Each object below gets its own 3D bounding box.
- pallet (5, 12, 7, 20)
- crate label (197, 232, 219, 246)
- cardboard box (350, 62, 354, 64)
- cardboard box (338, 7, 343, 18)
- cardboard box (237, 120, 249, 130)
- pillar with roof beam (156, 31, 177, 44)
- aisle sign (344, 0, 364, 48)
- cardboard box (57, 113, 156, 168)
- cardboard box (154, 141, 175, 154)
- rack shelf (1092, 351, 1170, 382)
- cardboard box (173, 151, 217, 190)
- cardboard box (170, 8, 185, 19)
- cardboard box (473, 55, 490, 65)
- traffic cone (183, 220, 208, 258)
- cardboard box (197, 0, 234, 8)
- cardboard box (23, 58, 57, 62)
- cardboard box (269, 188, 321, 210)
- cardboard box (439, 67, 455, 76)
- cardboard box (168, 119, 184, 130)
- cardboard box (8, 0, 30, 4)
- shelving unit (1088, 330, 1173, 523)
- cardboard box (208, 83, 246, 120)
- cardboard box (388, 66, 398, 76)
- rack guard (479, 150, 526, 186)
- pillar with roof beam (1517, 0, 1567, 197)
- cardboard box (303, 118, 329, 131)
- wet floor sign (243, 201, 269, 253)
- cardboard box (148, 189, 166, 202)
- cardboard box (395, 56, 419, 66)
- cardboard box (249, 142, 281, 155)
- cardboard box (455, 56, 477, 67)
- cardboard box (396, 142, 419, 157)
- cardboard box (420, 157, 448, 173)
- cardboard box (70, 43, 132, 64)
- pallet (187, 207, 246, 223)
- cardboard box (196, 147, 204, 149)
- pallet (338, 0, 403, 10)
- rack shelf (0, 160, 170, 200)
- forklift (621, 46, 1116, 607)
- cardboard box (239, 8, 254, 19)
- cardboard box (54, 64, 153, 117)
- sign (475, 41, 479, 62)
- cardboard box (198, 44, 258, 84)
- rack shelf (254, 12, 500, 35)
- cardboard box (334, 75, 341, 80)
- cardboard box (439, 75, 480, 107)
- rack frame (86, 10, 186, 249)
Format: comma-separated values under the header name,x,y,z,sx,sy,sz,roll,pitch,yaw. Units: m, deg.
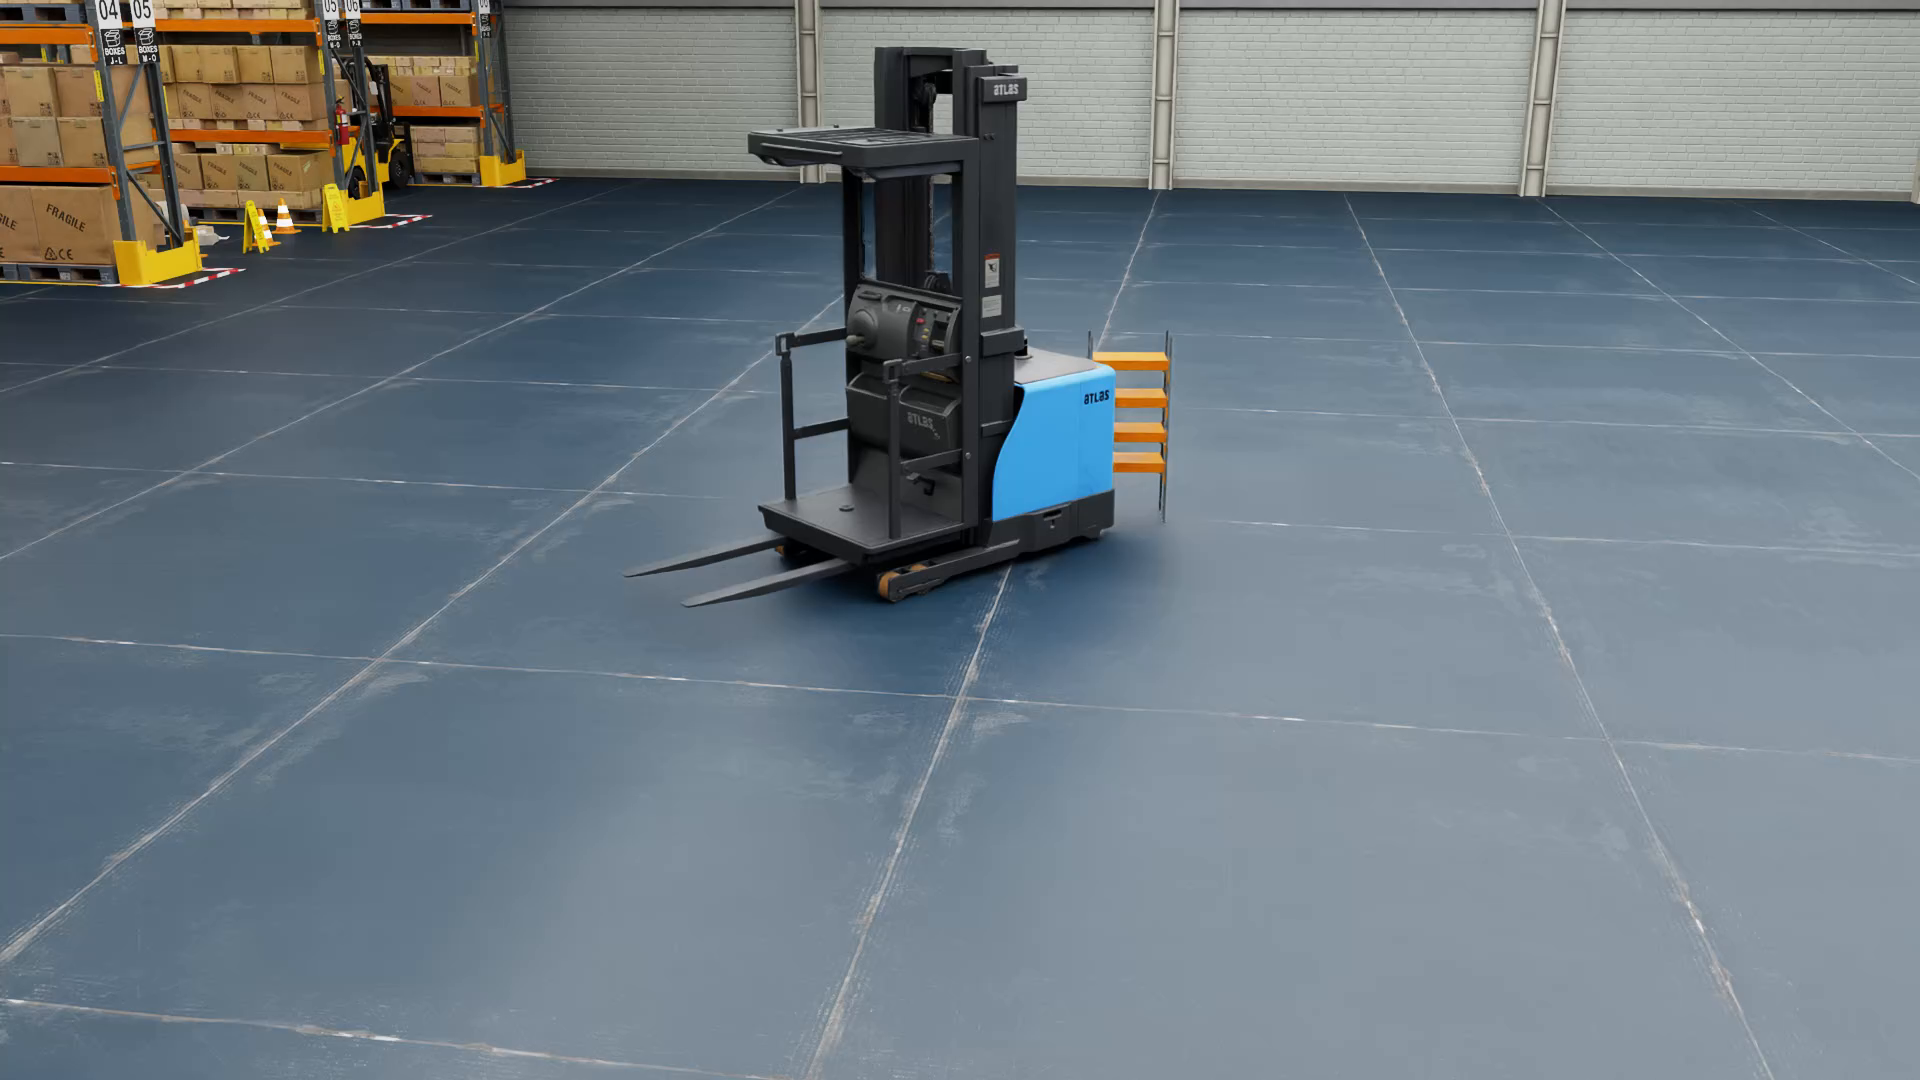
name,x,y,z,sx,sy,sz,roll,pitch,yaw
pallet,-11.340,-5.990,18.889,1.213,0.211,1.003,3,19,9
crate label,-9.968,-3.986,21.999,0.298,0.136,0.250,-7,20,-20
cardboard box,-10.326,-8.174,28.357,0.250,0.149,0.380,3,19,8
cardboard box,-8.988,-7.492,23.636,0.250,0.149,0.380,3,19,9
cardboard box,-10.123,-5.961,23.787,0.250,0.149,0.380,3,19,9
pillar with roof beam,-15.080,-9.741,25.235,0.400,9.000,9.100,3,19,9
aisle sign,-8.602,-7.397,23.587,0.004,0.787,0.394,3,19,9
cardboard box,-9.771,-4.590,19.058,0.550,0.550,0.875,3,19,9
cardboard box,-11.500,-5.665,23.976,0.250,0.149,0.380,4,19,11
rack shelf,1.060,-1.091,10.433,0.480,0.148,0.258,0,19,1
cardboard box,-11.080,-5.358,24.080,0.500,0.500,0.500,4,19,12
cardboard box,-10.868,-7.404,23.374,0.250,0.149,0.380,3,19,9
cardboard box,-8.227,-8.206,28.451,0.250,0.149,0.380,3,19,8
traffic cone,-9.697,-3.783,20.880,0.334,0.463,0.336,3,19,9
cardboard box,-10.270,-7.554,23.194,0.500,0.250,0.500,3,19,10
cardboard box,-16.311,-8.350,29.711,0.500,0.500,0.500,4,19,11
cardboard box,-9.577,-4.923,23.961,0.500,0.250,0.500,3,19,8
cardboard box,-8.573,-7.914,28.048,0.250,0.149,0.380,3,19,10
cardboard box,-11.140,-5.969,23.811,0.250,0.149,0.380,3,19,9
cardboard box,-10.282,-6.001,18.359,0.250,0.149,0.380,3,19,9
shelving unit,1.060,-0.718,10.558,0.503,1.200,0.258,0,19,1
cardboard box,-10.279,-6.253,23.637,0.500,0.500,0.500,3,19,8
cardboard box,-9.586,-7.967,28.207,0.250,0.149,0.380,3,19,9
rack guard,-7.905,-6.439,28.759,0.348,0.500,1.175,3,19,9
pillar with roof beam,8.616,-8.533,21.625,0.400,9.000,9.100,3,19,9
cardboard box,-9.116,-5.903,23.614,0.250,0.149,0.380,4,19,10
wet floor sign,-9.055,-4.017,21.291,0.232,0.644,0.267,0,19,-1
cardboard box,-11.593,-5.029,24.278,0.500,0.250,0.500,4,19,12
cardboard box,-9.336,-8.095,28.121,0.250,0.149,0.380,3,19,10
cardboard box,-9.918,-5.585,23.735,0.250,0.149,0.380,3,19,10
cardboard box,-8.316,-8.074,28.057,0.250,0.149,0.380,3,19,9
cardboard box,-9.466,-6.732,28.581,0.500,0.250,0.500,2,19,7
cardboard box,-8.932,-6.473,28.595,0.500,0.250,0.500,3,19,9
cardboard box,-12.262,-6.844,23.829,0.500,0.500,0.700,3,19,8
pallet,-10.785,-4.866,24.513,1.213,0.211,1.003,3,19,9
cardboard box,-11.533,-5.552,24.658,0.500,0.500,0.500,3,19,10
pallet,-9.831,-9.111,28.216,1.213,0.211,1.003,3,19,9
rack shelf,-11.372,-4.274,19.483,4.000,0.370,1.077,3,19,9
forklift,-0.485,-1.231,9.362,3.031,2.935,1.130,-15,24,-38
cardboard box,-9.856,-7.364,23.253,0.250,0.149,0.380,3,19,9
cardboard box,-9.758,-5.129,18.965,0.550,0.550,0.875,3,19,9
sign,-8.029,-8.118,27.639,0.005,0.325,0.100,3,19,9
cardboard box,-10.270,-6.712,23.432,0.500,0.500,0.700,3,19,8
rack shelf,-9.903,-8.808,28.305,4.000,0.370,1.077,3,19,9
cardboard box,-10.464,-7.724,28.503,0.500,0.500,0.500,3,19,8
cardboard box,-8.456,-7.616,28.179,0.500,0.500,0.500,3,19,7
rack frame,-9.398,-4.515,19.068,0.127,3.000,1.000,3,19,9
